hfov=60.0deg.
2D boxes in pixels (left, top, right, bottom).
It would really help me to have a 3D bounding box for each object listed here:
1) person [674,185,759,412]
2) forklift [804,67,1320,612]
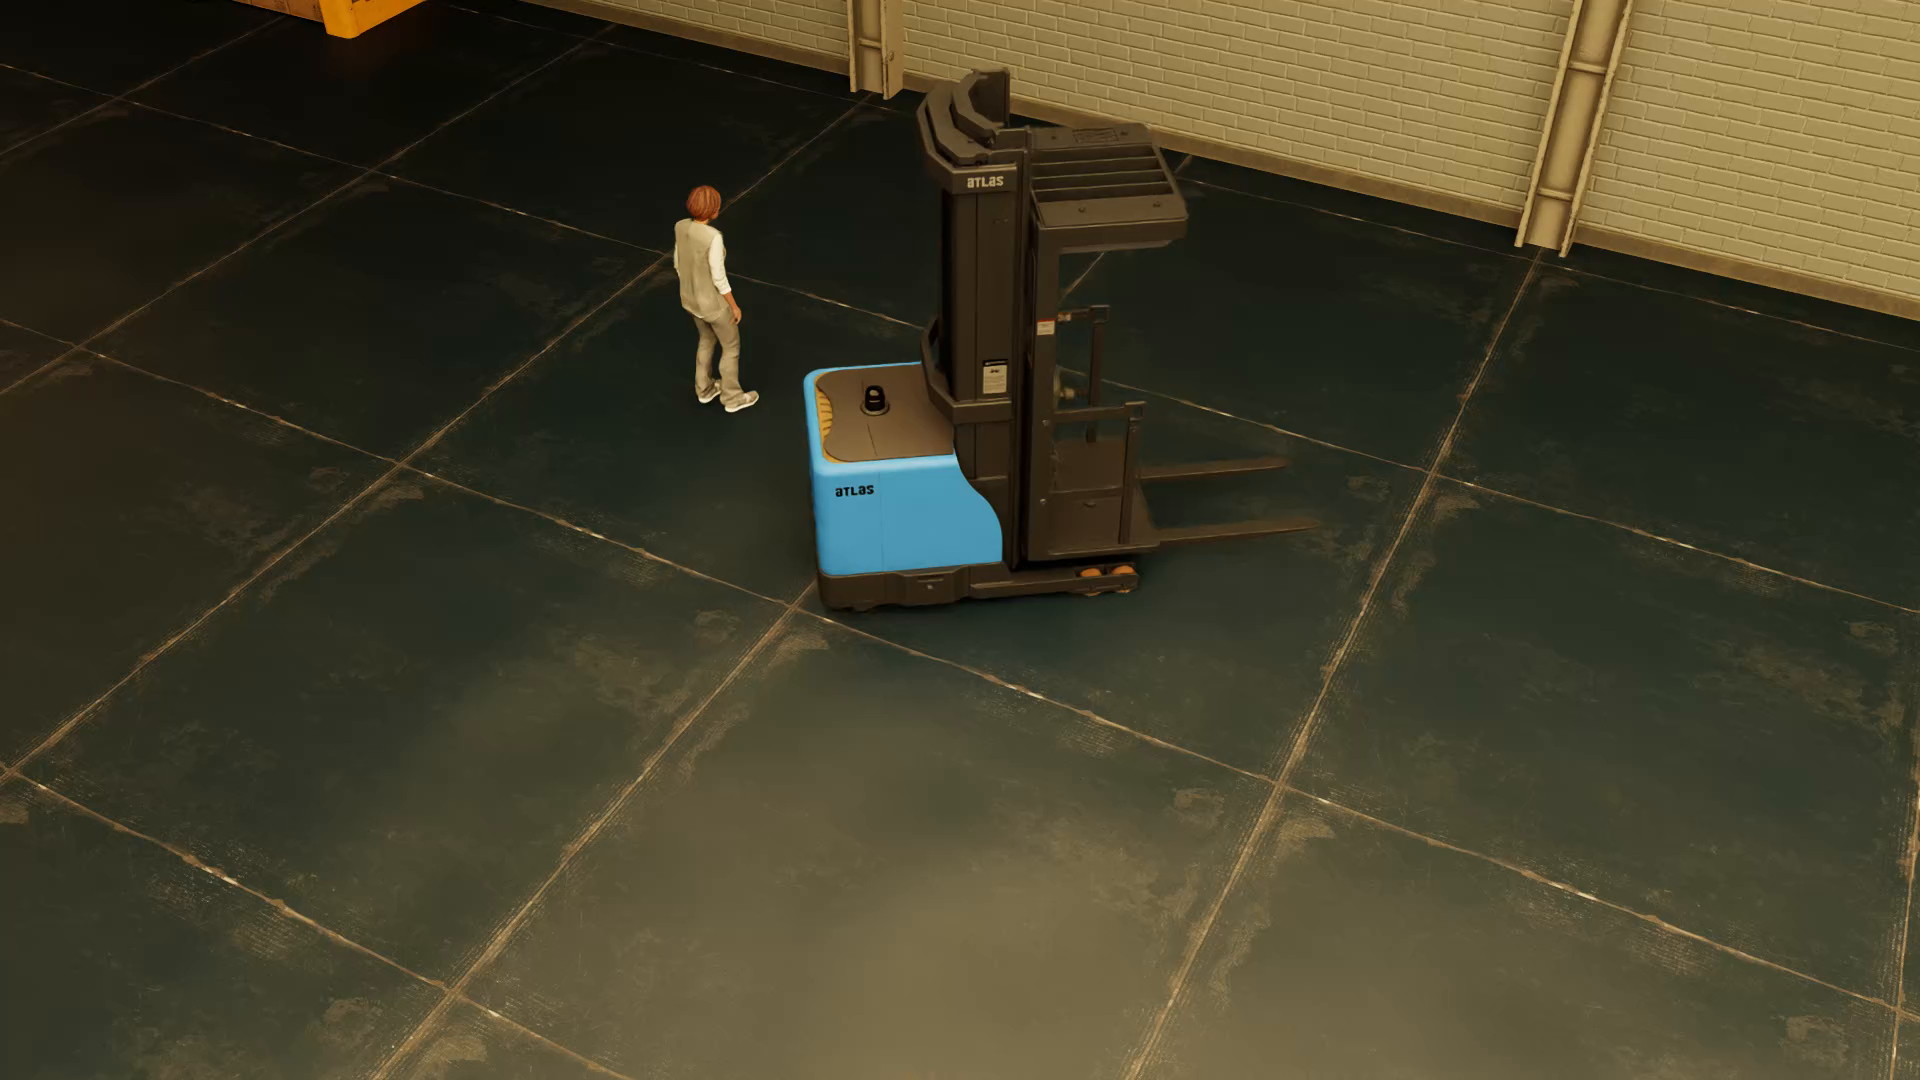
[{"bbox_3d":[-1.629,-1.568,10.891,0.505,1.590,0.363,29,48,30],"label":"person"},{"bbox_3d":[0.626,-1.123,9.320,3.031,2.935,1.130,-5,40,-6],"label":"forklift"}]
